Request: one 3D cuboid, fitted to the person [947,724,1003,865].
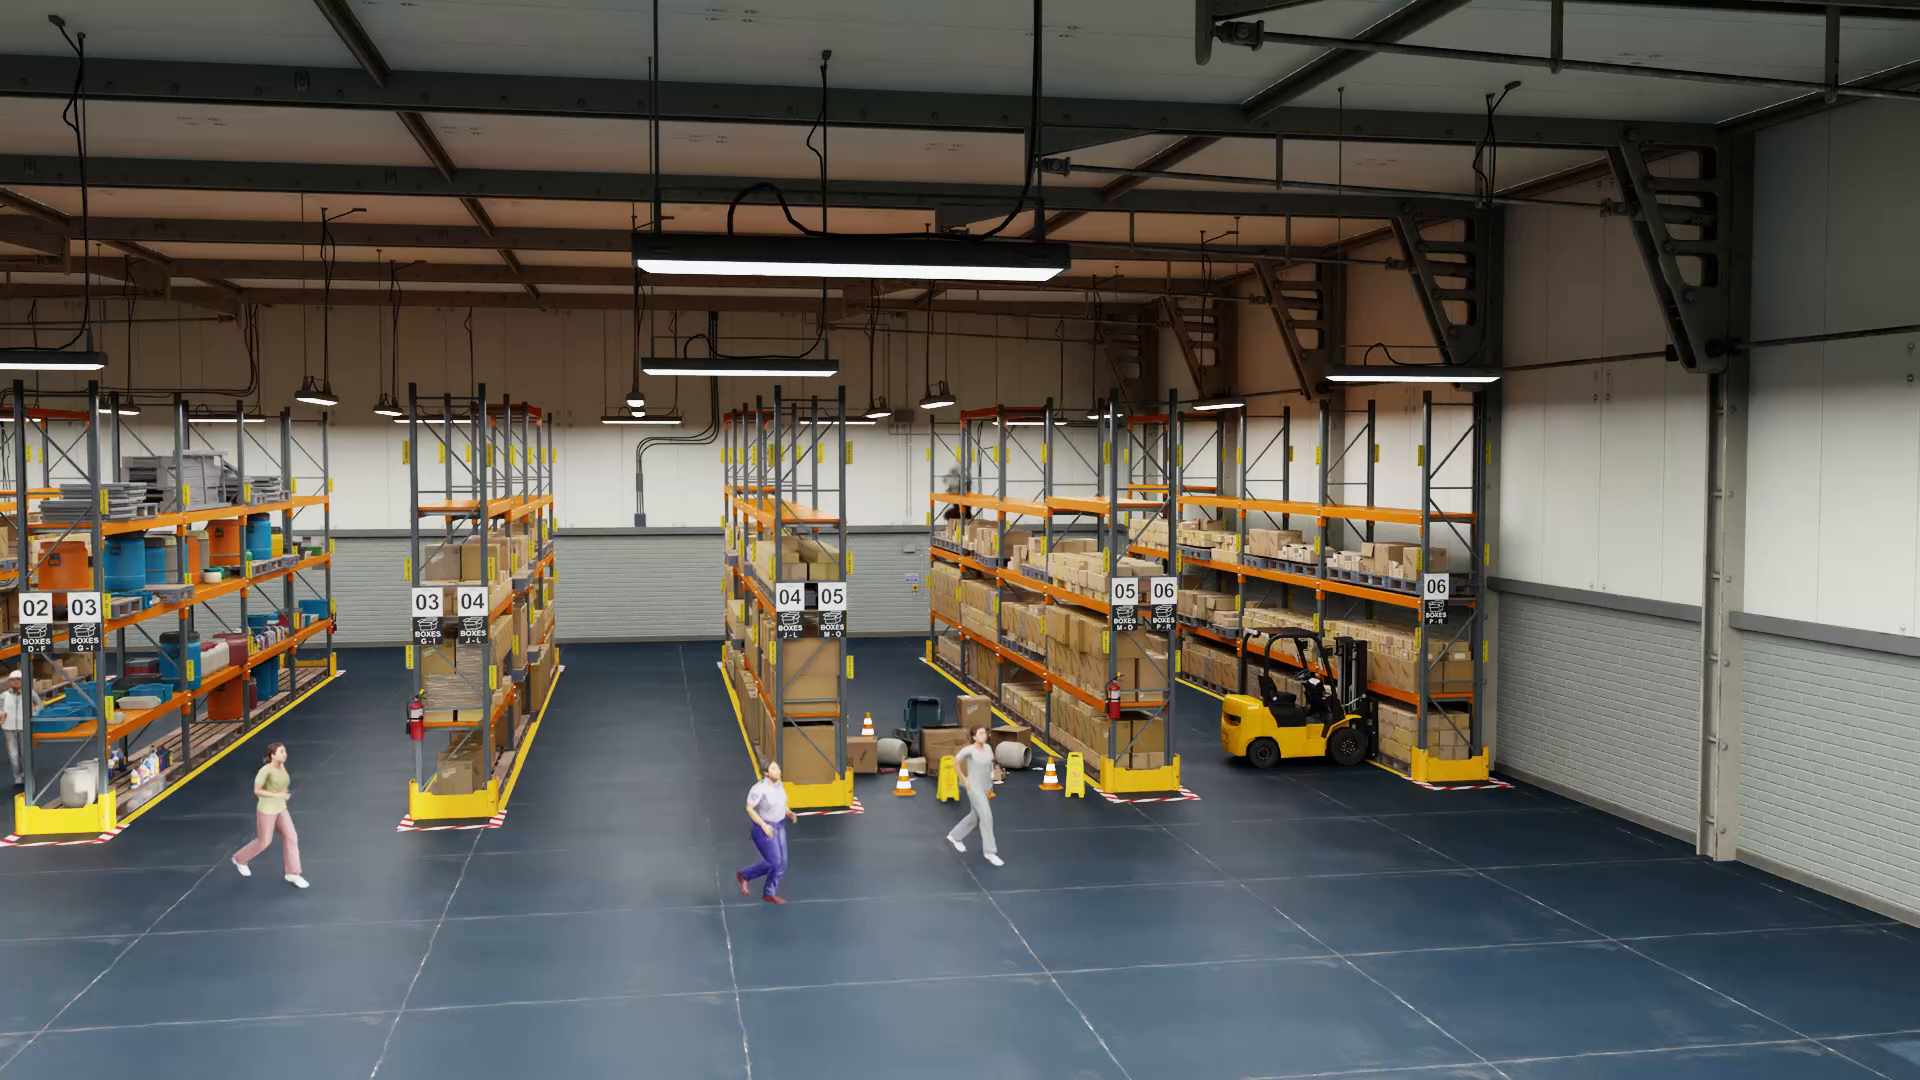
[{"bbox_3d":[0.217,3.117,20.617,0.894,1.693,0.552,2,4,40],"label":"person"}]

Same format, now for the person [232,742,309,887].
[{"bbox_3d":[-8.045,3.182,19.388,1.018,1.673,0.598,1,3,13],"label":"person"}]

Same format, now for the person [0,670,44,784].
[{"bbox_3d":[-14.253,2.847,25.178,0.648,1.727,0.590,-1,3,-23],"label":"person"}]

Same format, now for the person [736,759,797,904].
[{"bbox_3d":[-2.152,3.262,18.669,0.596,1.620,0.600,1,3,27],"label":"person"}]
